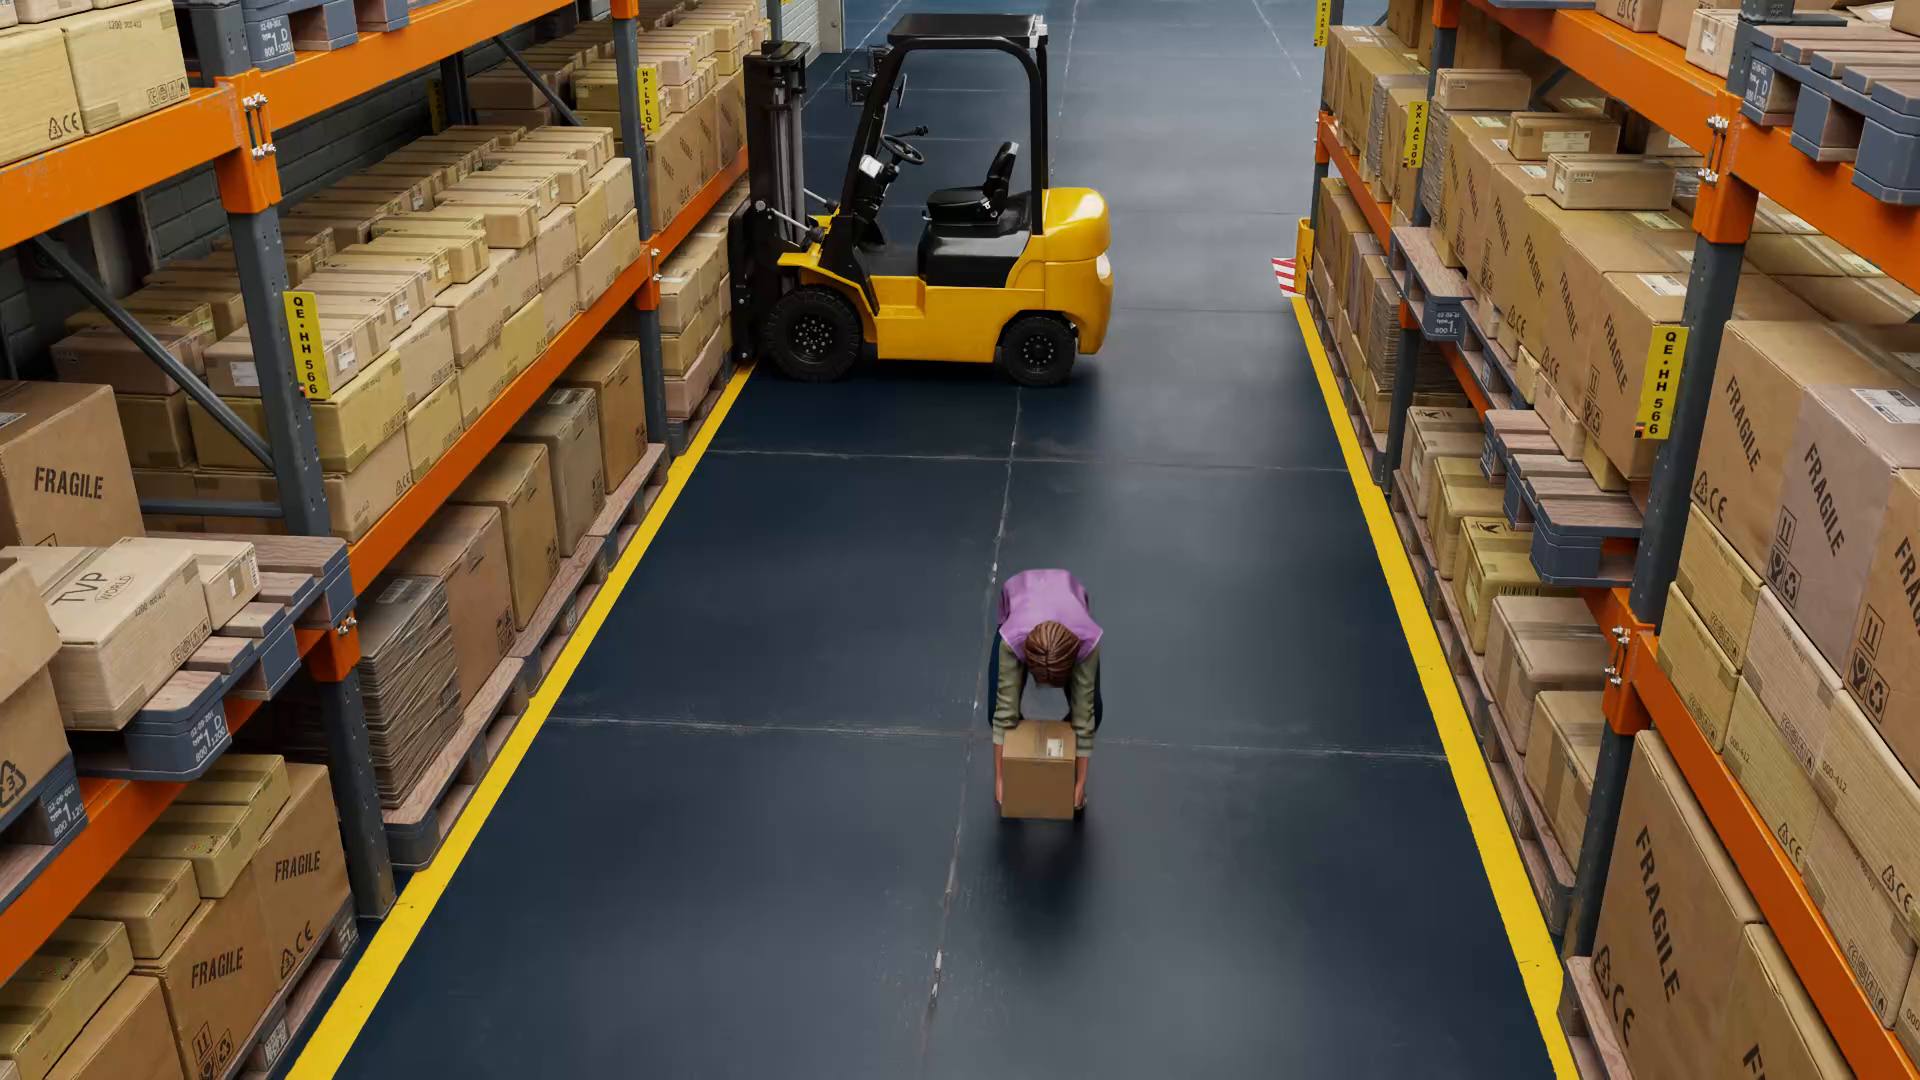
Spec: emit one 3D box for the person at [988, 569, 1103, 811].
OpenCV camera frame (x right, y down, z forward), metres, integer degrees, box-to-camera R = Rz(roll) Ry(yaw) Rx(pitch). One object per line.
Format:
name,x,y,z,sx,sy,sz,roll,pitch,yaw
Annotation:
person,0.311,0.602,6.056,0.420,0.979,0.861,1,25,1
